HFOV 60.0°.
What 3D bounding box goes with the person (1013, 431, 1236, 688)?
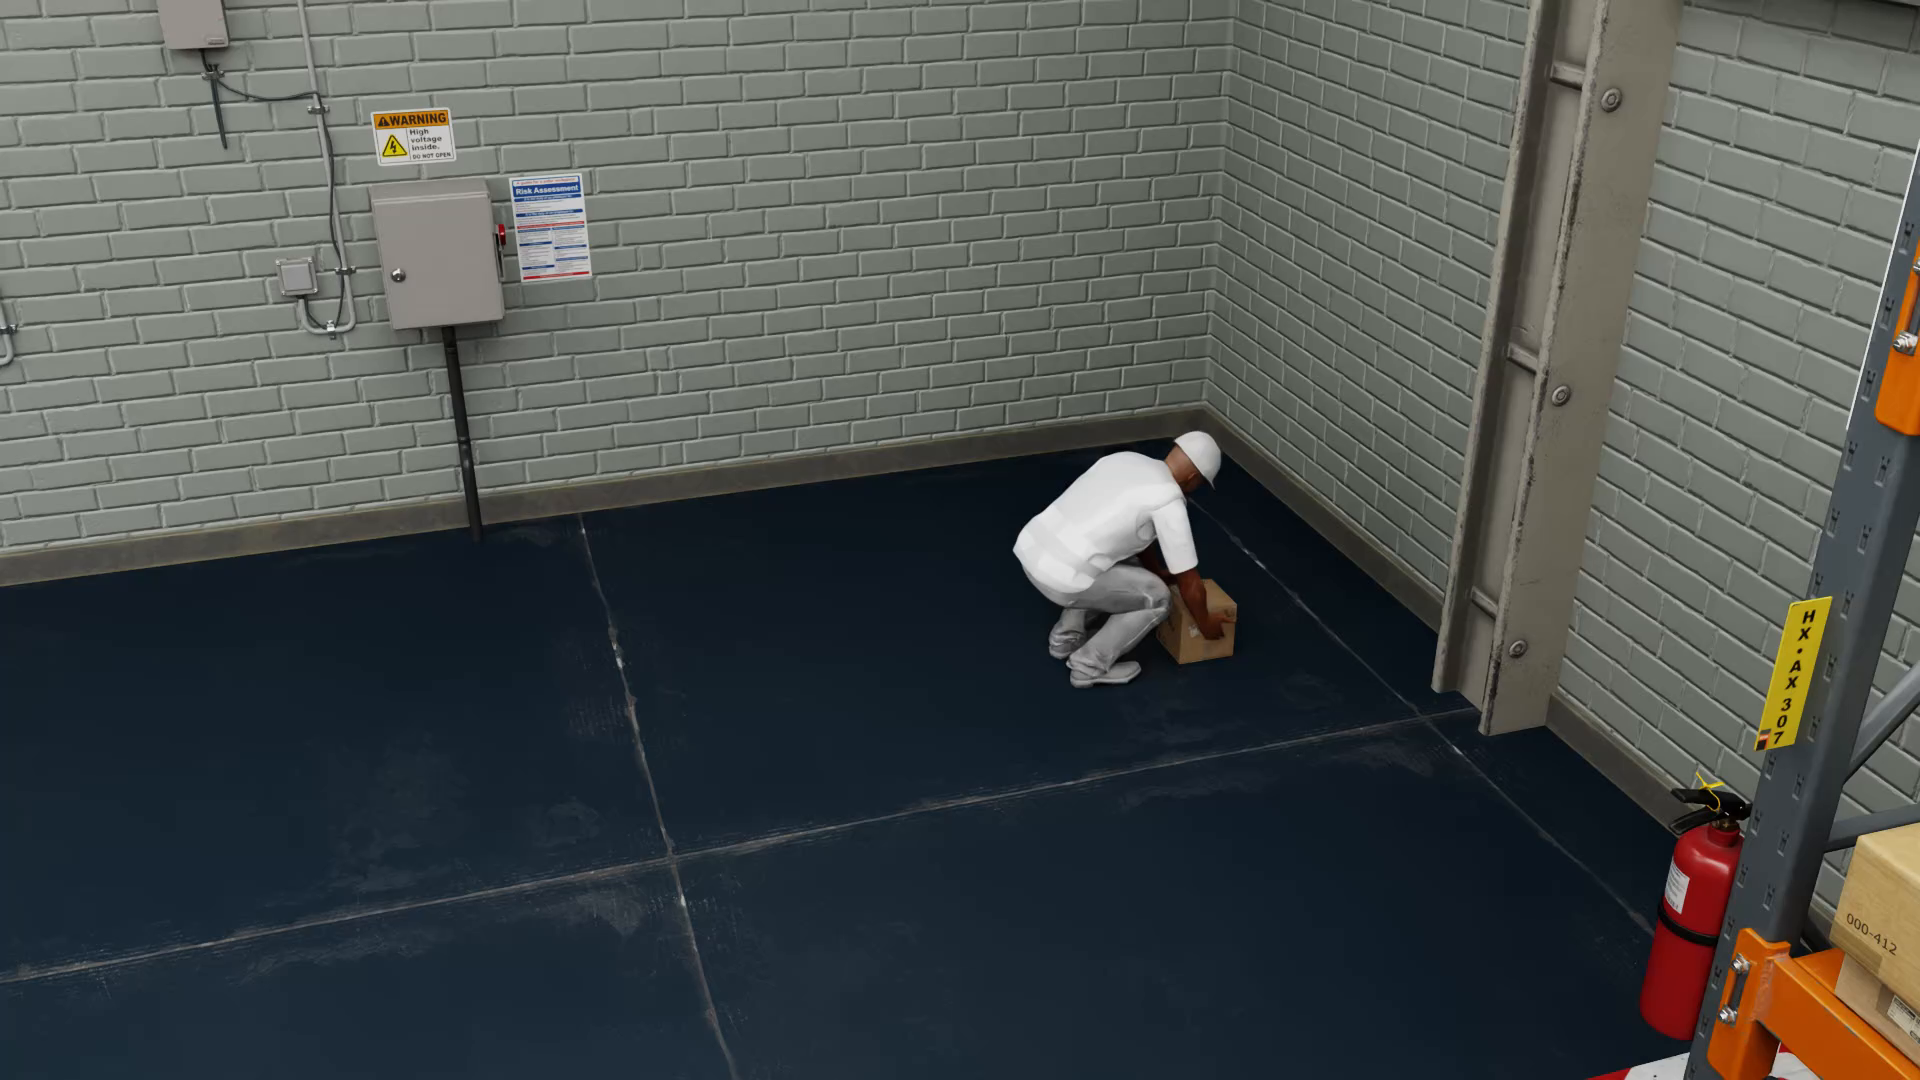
[{"bbox_3d":[0.658,0.055,6.877,0.893,0.975,0.580,-8,27,-16],"label":"person"}]
